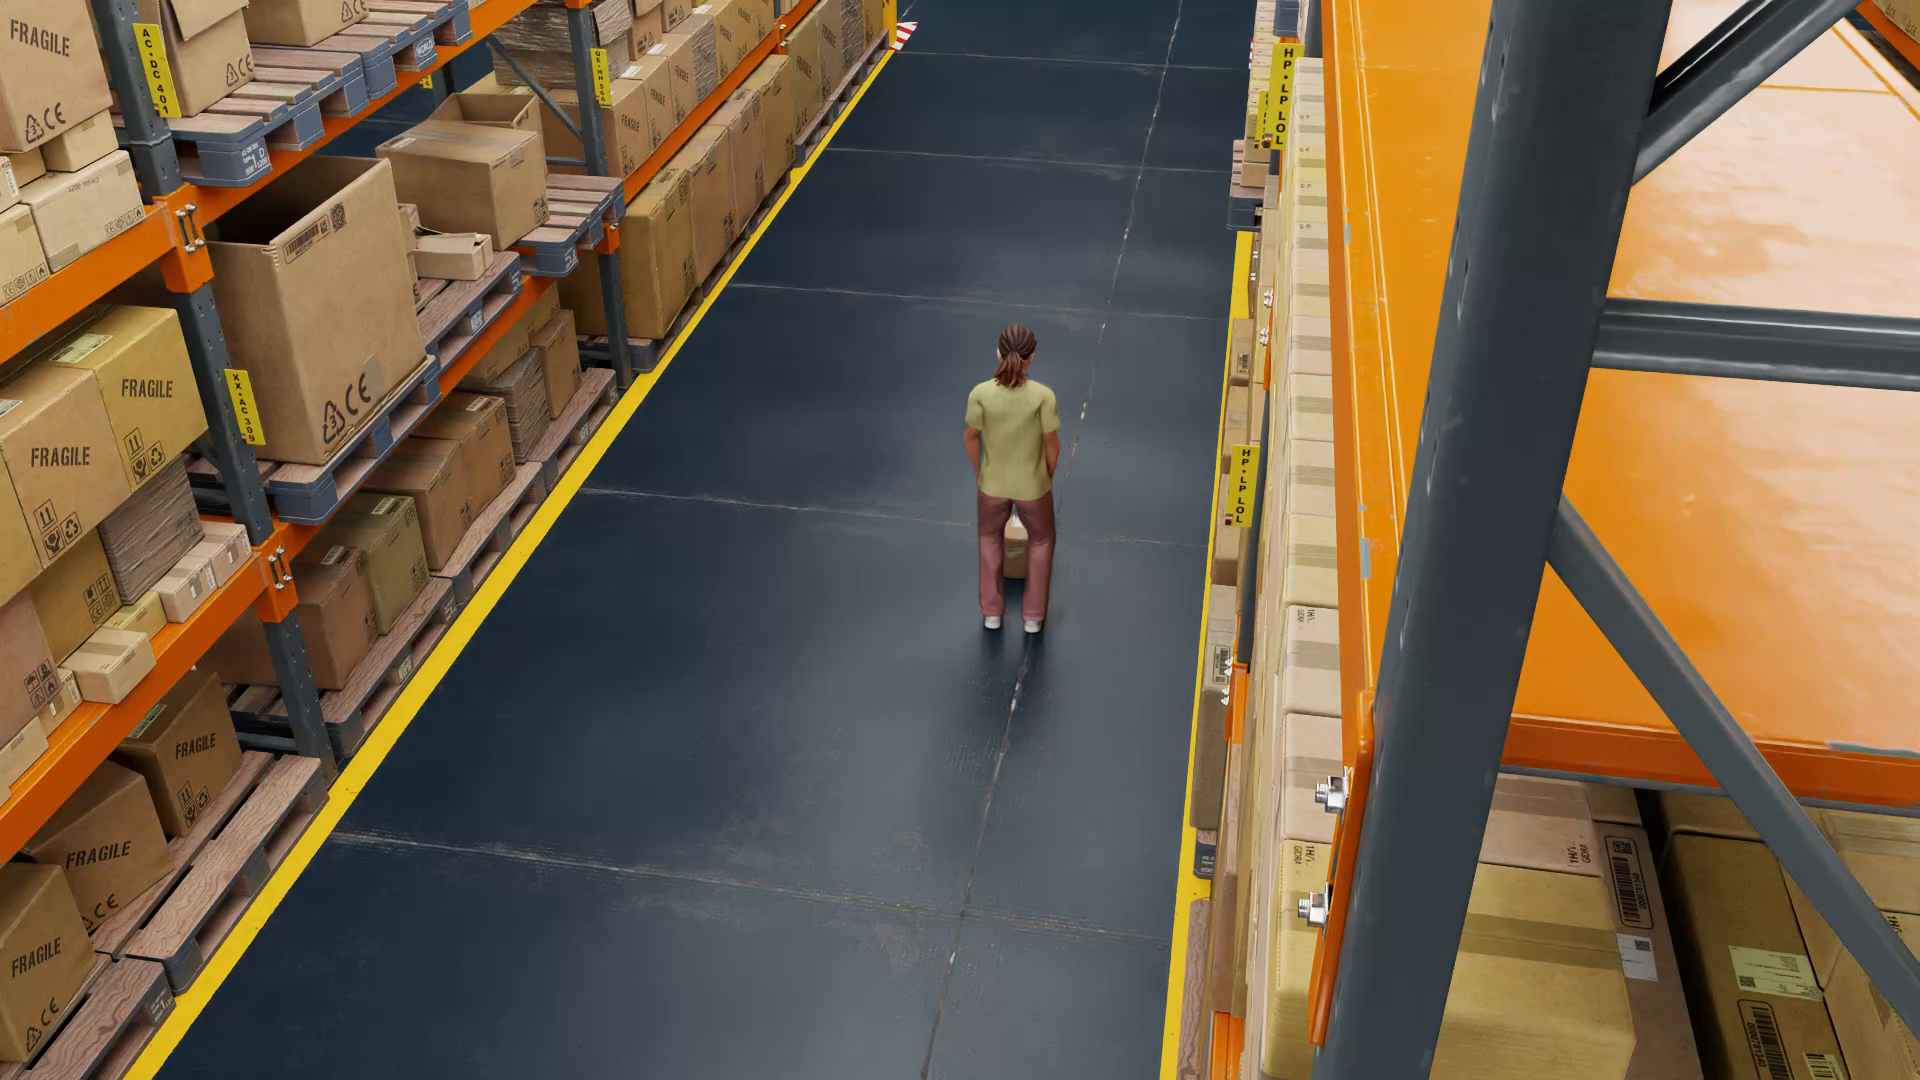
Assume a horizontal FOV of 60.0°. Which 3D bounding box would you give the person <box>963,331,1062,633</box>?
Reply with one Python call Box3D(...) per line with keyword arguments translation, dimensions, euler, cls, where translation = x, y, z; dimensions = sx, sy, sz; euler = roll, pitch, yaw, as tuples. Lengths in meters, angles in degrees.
Box3D(translation=(0.256, -0.270, 8.293), dimensions=(0.490, 1.554, 0.486), euler=(6, 33, 9), cls="person")
